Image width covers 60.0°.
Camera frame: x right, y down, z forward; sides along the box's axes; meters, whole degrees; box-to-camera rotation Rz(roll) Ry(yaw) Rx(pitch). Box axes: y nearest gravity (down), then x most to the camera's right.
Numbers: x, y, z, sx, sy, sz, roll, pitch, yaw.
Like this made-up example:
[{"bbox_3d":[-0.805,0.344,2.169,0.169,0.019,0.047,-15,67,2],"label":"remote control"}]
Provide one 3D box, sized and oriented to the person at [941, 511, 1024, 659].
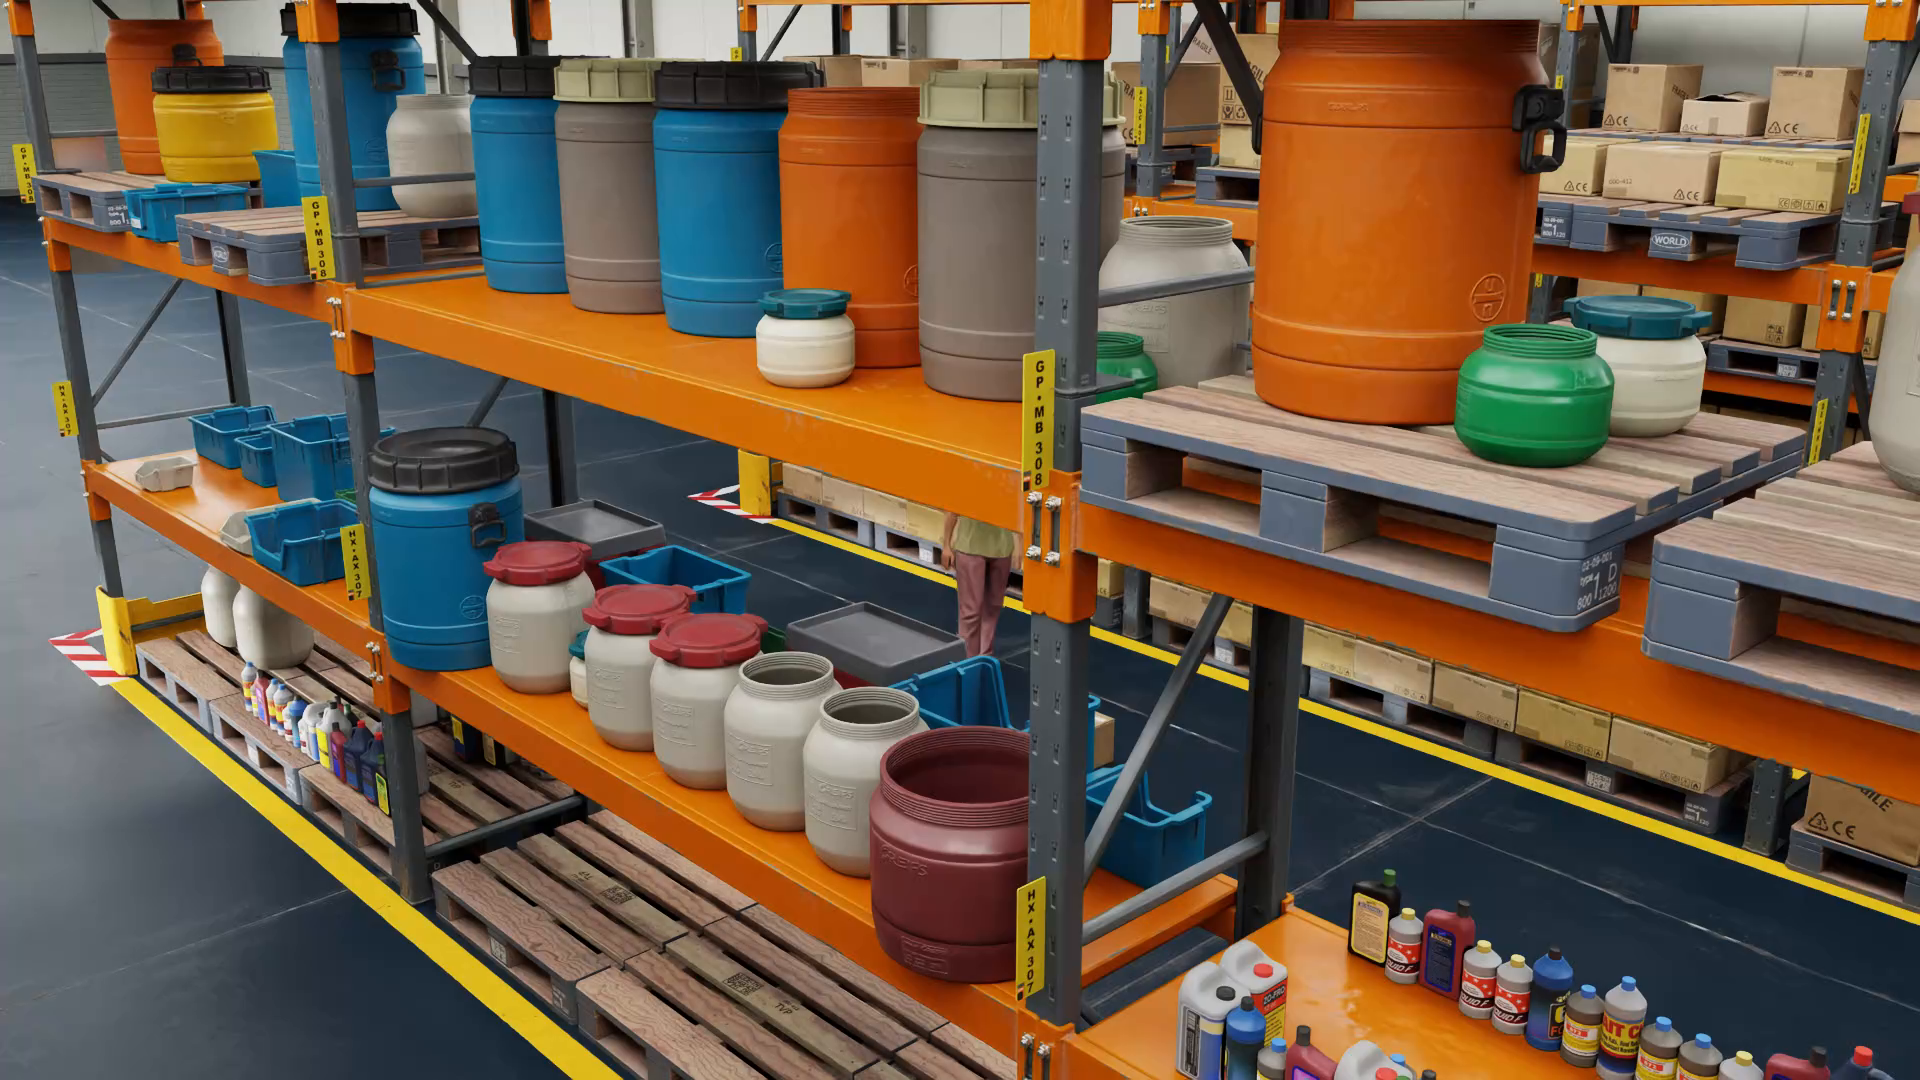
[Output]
[{"bbox_3d":[0.138,0.080,9.807,0.548,1.679,0.710,-5,18,-16],"label":"person"}]
